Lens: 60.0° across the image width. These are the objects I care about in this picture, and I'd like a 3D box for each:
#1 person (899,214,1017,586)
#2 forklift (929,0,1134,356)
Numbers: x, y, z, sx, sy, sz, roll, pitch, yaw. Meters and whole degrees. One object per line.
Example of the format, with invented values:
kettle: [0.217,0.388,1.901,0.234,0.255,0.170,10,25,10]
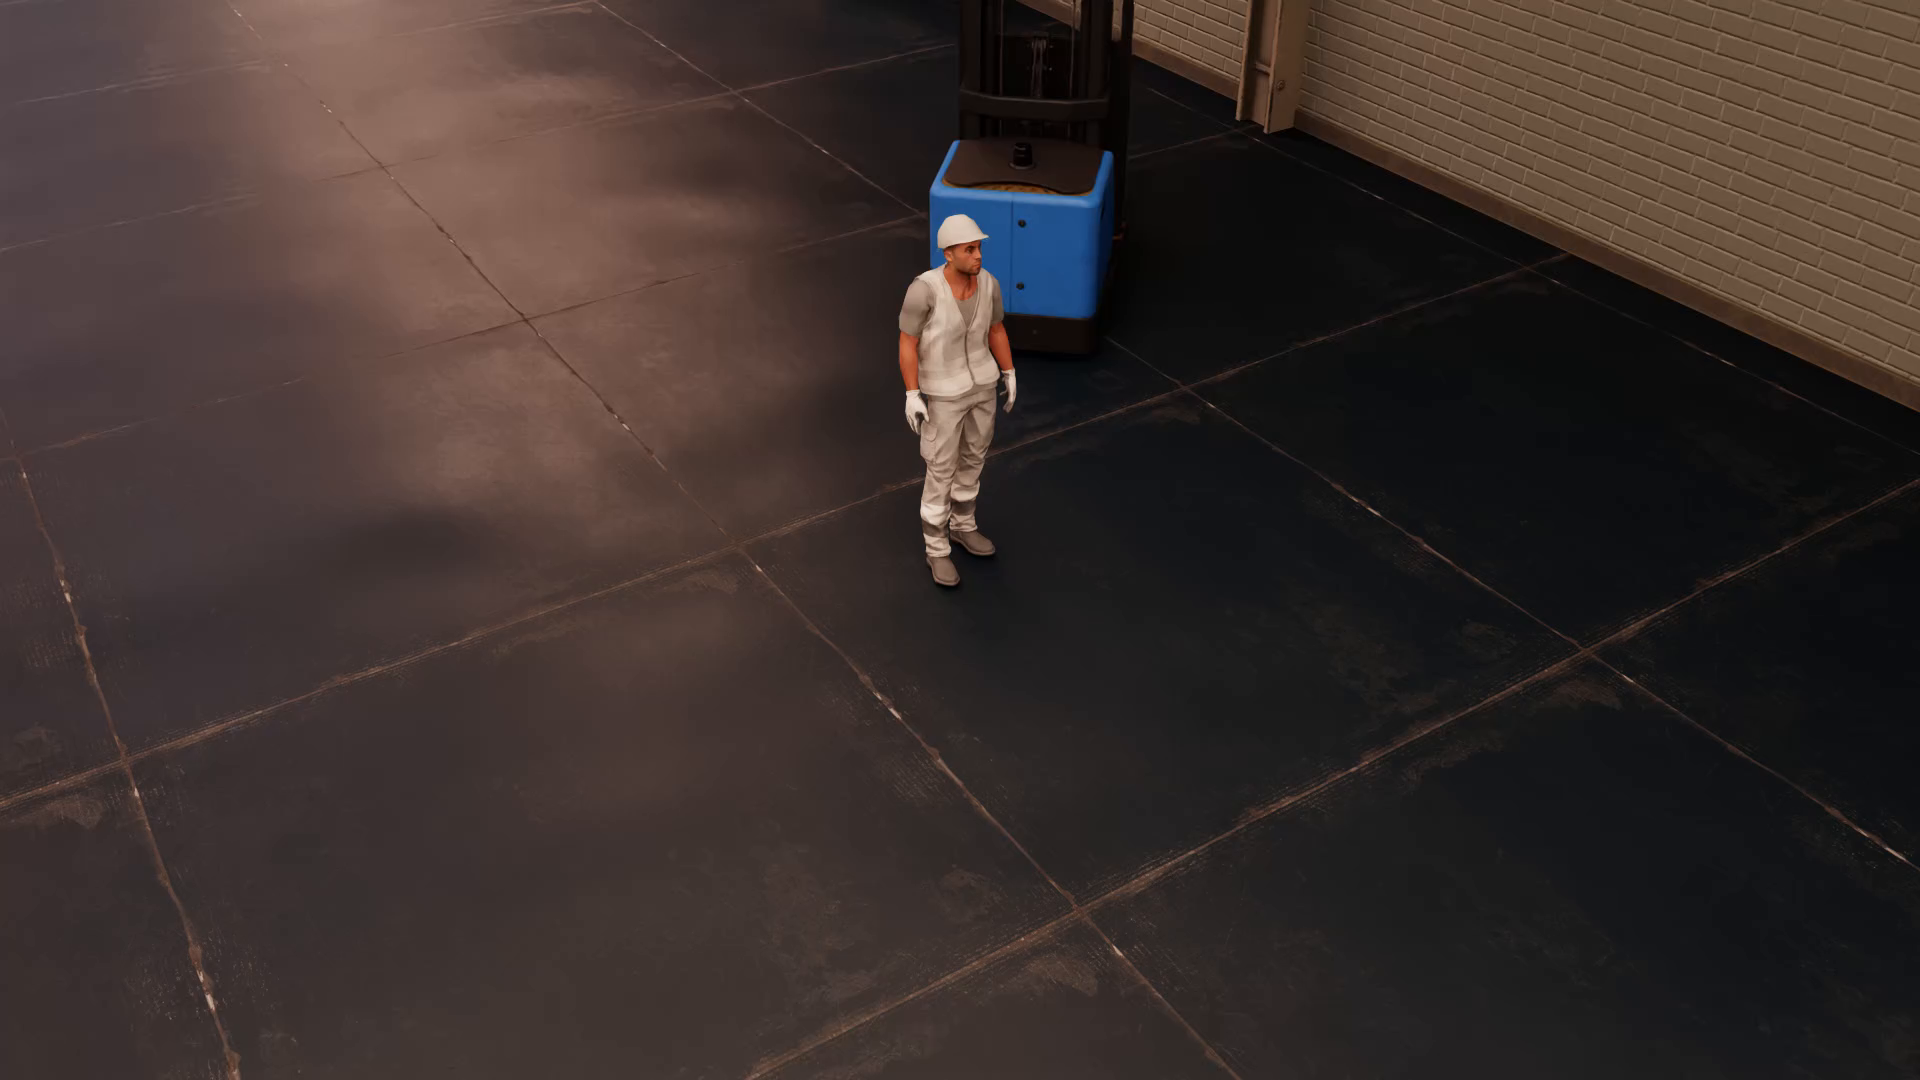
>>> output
person: [0.034,-0.696,8.119,0.638,1.787,0.564,-21,40,-27]
forklift: [0.571,-3.162,10.648,1.130,2.935,3.031,6,36,8]
